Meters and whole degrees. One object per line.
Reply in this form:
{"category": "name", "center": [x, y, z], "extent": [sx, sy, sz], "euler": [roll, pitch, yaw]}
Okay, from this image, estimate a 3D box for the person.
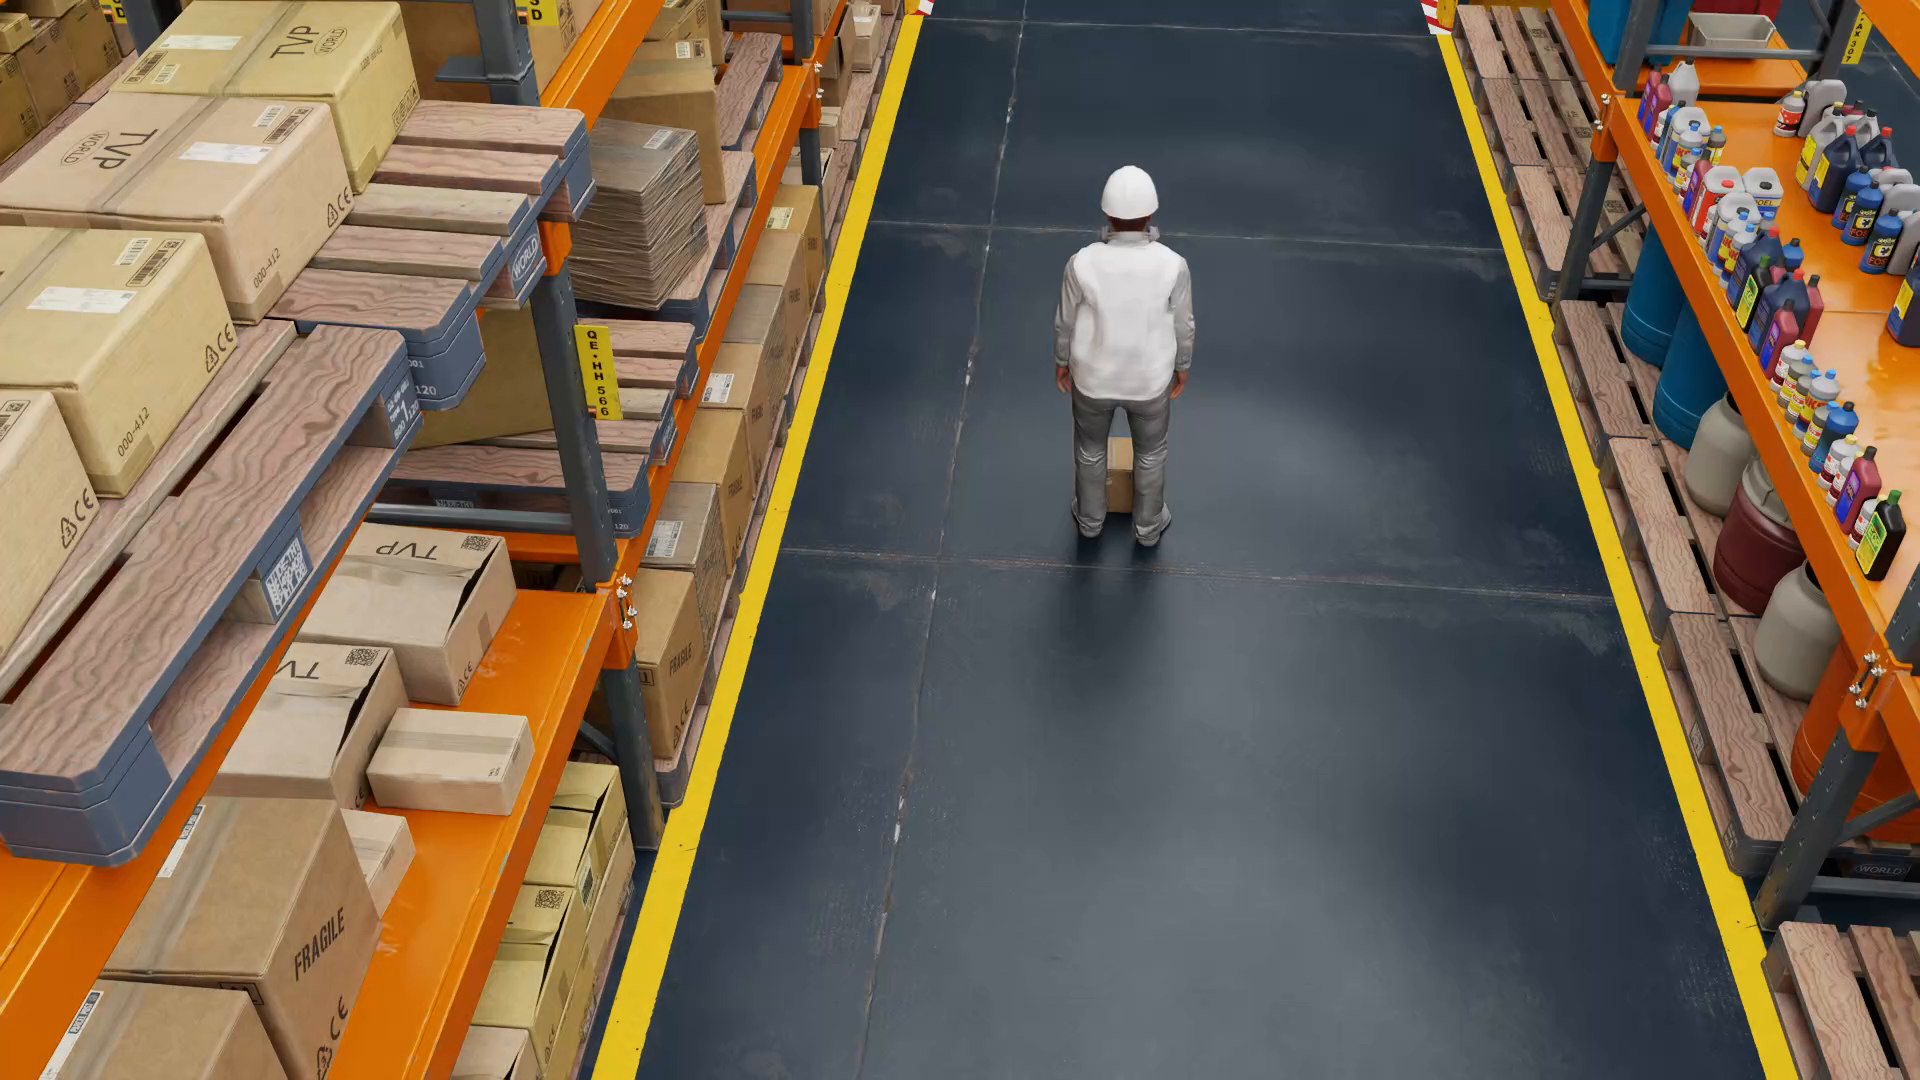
{"category": "person", "center": [0.681, -0.724, 7.003], "extent": [0.580, 1.772, 0.461], "euler": [3, 40, 4]}
